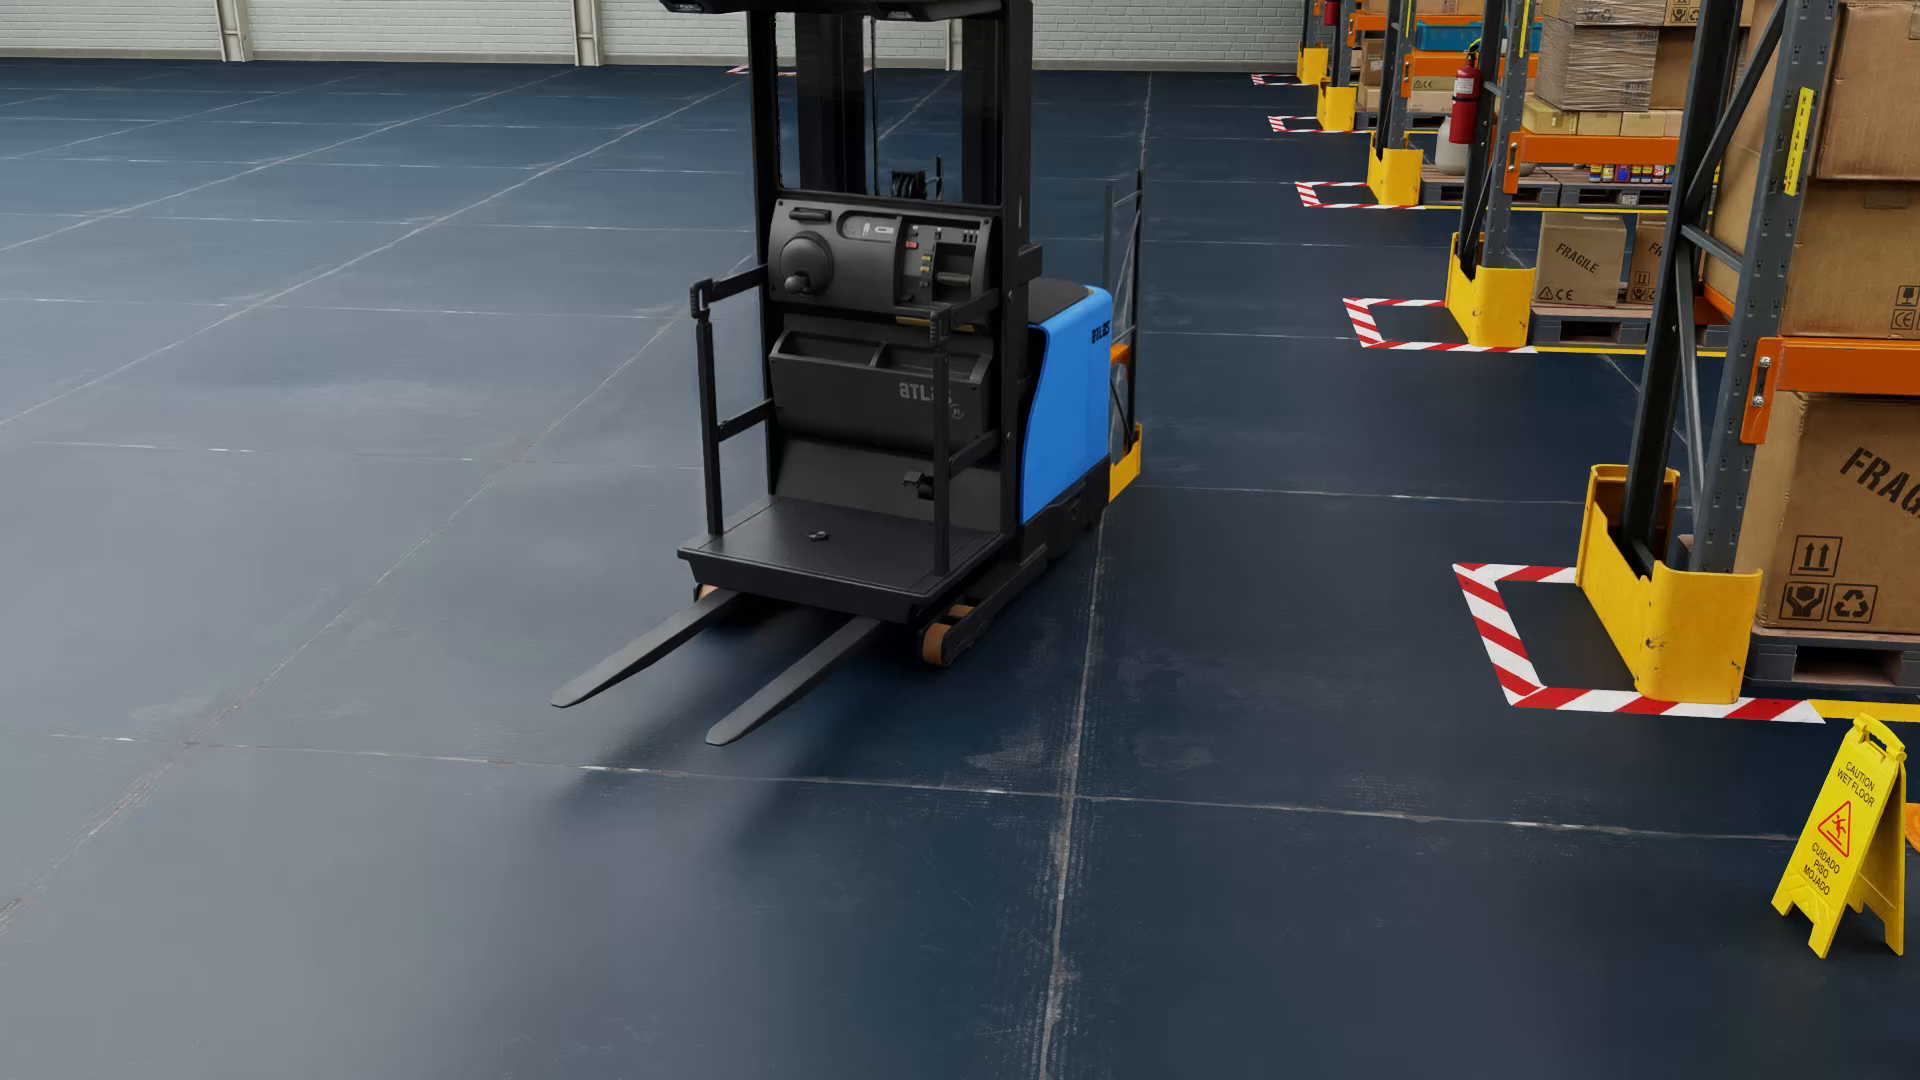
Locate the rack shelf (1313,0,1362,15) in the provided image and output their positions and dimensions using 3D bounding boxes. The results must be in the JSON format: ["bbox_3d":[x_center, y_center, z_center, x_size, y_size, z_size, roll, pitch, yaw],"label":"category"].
[{"bbox_3d":[7.141,-7.834,24.153,4.000,0.370,1.077,2,22,6],"label":"rack shelf"}]

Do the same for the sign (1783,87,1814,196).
[{"bbox_3d":[2.651,-1.260,5.261,0.005,0.325,0.100,2,22,6],"label":"sign"}]

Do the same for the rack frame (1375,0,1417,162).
[{"bbox_3d":[3.989,-4.638,15.090,0.127,3.000,1.000,2,22,6],"label":"rack frame"}]

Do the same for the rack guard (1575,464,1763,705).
[{"bbox_3d":[2.698,0.139,6.409,0.348,0.500,1.175,2,22,6],"label":"rack guard"}]

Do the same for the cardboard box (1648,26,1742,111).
[{"bbox_3d":[4.460,-3.002,10.414,0.500,0.500,0.875,2,22,6],"label":"cardboard box"}]

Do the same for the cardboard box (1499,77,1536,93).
[{"bbox_3d":[6.571,-5.541,19.524,0.500,0.500,0.500,2,22,6],"label":"cardboard box"}]

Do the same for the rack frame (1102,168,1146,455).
[{"bbox_3d":[0.750,-0.944,7.786,0.032,1.500,0.500,9,23,22],"label":"rack frame"}]

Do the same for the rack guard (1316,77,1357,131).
[{"bbox_3d":[4.552,-5.284,20.126,0.348,0.500,1.175,2,22,6],"label":"rack guard"}]

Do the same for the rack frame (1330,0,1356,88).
[{"bbox_3d":[4.576,-6.446,19.664,0.127,3.000,1.000,2,22,6],"label":"rack frame"}]

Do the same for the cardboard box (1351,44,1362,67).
[{"bbox_3d":[5.831,-7.146,24.494,0.500,0.311,0.500,0,22,0],"label":"cardboard box"}]

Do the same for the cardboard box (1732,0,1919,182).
[{"bbox_3d":[3.086,-1.564,5.644,0.550,0.550,0.875,2,22,6],"label":"cardboard box"}]

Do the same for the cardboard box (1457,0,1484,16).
[{"bbox_3d":[6.052,-6.423,19.470,0.500,0.500,0.700,3,22,7],"label":"cardboard box"}]

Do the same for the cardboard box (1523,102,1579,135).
[{"bbox_3d":[3.661,-2.613,10.311,0.250,0.149,0.380,2,22,6],"label":"cardboard box"}]

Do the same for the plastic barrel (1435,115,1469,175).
[{"bbox_3d":[4.651,-3.675,15.469,0.421,0.512,0.421,0,22,0],"label":"plastic barrel"}]

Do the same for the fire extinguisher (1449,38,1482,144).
[{"bbox_3d":[3.347,-2.966,10.968,0.183,0.674,0.296,2,22,6],"label":"fire extinguisher"}]

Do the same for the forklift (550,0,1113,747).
[{"bbox_3d":[-0.401,-1.068,6.154,1.130,2.935,3.031,10,24,24],"label":"forklift"}]

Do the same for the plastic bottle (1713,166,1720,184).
[{"bbox_3d":[6.776,-3.382,14.919,0.185,0.351,0.144,2,22,6],"label":"plastic bottle"}]

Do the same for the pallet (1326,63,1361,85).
[{"bbox_3d":[6.033,-6.906,24.622,1.213,0.211,1.003,2,22,6],"label":"pallet"}]

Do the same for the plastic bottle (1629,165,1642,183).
[{"bbox_3d":[6.093,-3.366,14.987,0.097,0.271,0.097,0,22,0],"label":"plastic bottle"}]

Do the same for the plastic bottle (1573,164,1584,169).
[{"bbox_3d":[5.864,-3.621,15.728,0.097,0.201,0.097,0,22,0],"label":"plastic bottle"}]

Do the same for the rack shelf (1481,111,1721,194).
[{"bbox_3d":[5.392,-2.408,10.429,4.000,0.370,1.077,2,22,6],"label":"rack shelf"}]

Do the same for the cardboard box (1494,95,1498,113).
[{"bbox_3d":[6.075,-5.216,19.722,0.500,0.250,0.500,2,22,6],"label":"cardboard box"}]

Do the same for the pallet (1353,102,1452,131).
[{"bbox_3d":[5.340,-5.131,20.132,1.213,0.211,1.003,2,22,6],"label":"pallet"}]

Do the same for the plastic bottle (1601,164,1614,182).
[{"bbox_3d":[5.855,-3.344,15.026,0.097,0.201,0.097,0,22,0],"label":"plastic bottle"}]

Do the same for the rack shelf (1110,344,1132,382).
[{"bbox_3d":[0.283,-0.850,8.039,1.000,0.185,0.538,9,23,22],"label":"rack shelf"}]

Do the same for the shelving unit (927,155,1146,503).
[{"bbox_3d":[0.292,-1.016,7.970,1.083,1.500,0.587,9,23,22],"label":"shelving unit"}]

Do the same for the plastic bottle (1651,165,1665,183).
[{"bbox_3d":[6.291,-3.325,14.978,0.097,0.201,0.097,0,22,0],"label":"plastic bottle"}]

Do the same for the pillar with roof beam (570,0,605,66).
[{"bbox_3d":[-6.472,-10.277,21.196,0.400,9.000,9.100,2,22,6],"label":"pillar with roof beam"}]

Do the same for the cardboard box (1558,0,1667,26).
[{"bbox_3d":[3.920,-3.356,9.947,0.500,0.500,0.500,2,22,6],"label":"cardboard box"}]

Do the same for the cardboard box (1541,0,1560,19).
[{"bbox_3d":[3.981,-3.545,10.427,0.500,0.500,0.500,2,22,6],"label":"cardboard box"}]

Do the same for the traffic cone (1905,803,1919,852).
[{"bbox_3d":[3.082,0.699,5.044,0.334,0.463,0.336,2,22,6],"label":"traffic cone"}]

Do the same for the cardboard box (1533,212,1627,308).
[{"bbox_3d":[4.024,-1.829,10.815,0.500,0.500,0.500,7,23,16],"label":"cardboard box"}]

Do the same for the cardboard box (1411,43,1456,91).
[{"bbox_3d":[5.579,-5.586,19.638,0.500,0.500,0.500,2,22,6],"label":"cardboard box"}]

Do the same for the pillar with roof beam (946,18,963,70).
[{"bbox_3d":[-0.513,-10.018,20.540,0.400,9.000,9.100,2,22,6],"label":"pillar with roof beam"}]

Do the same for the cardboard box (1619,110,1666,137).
[{"bbox_3d":[4.153,-2.579,10.225,0.250,0.149,0.380,2,22,6],"label":"cardboard box"}]

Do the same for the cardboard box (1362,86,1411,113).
[{"bbox_3d":[5.082,-5.258,19.828,0.500,0.250,0.500,2,22,6],"label":"cardboard box"}]

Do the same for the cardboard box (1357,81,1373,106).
[{"bbox_3d":[5.143,-5.447,20.307,0.500,0.250,0.500,2,22,6],"label":"cardboard box"}]

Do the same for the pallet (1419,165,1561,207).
[{"bbox_3d":[4.876,-3.318,15.544,1.213,0.211,1.003,2,22,6],"label":"pallet"}]

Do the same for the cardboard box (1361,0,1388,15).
[{"bbox_3d":[5.038,-6.467,19.583,0.500,0.500,0.700,3,22,6],"label":"cardboard box"}]

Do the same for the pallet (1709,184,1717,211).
[{"bbox_3d":[7.299,-3.212,15.277,1.213,0.211,1.003,2,22,6],"label":"pallet"}]

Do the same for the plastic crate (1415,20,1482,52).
[{"bbox_3d":[4.521,-4.656,15.339,0.616,0.251,0.499,2,22,6],"label":"plastic crate"}]

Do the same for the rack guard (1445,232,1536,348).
[{"bbox_3d":[3.481,-1.663,10.967,0.348,0.500,1.175,2,22,6],"label":"rack guard"}]

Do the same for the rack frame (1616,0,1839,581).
[{"bbox_3d":[2.722,-1.023,5.947,0.127,3.000,1.000,2,22,6],"label":"rack frame"}]
